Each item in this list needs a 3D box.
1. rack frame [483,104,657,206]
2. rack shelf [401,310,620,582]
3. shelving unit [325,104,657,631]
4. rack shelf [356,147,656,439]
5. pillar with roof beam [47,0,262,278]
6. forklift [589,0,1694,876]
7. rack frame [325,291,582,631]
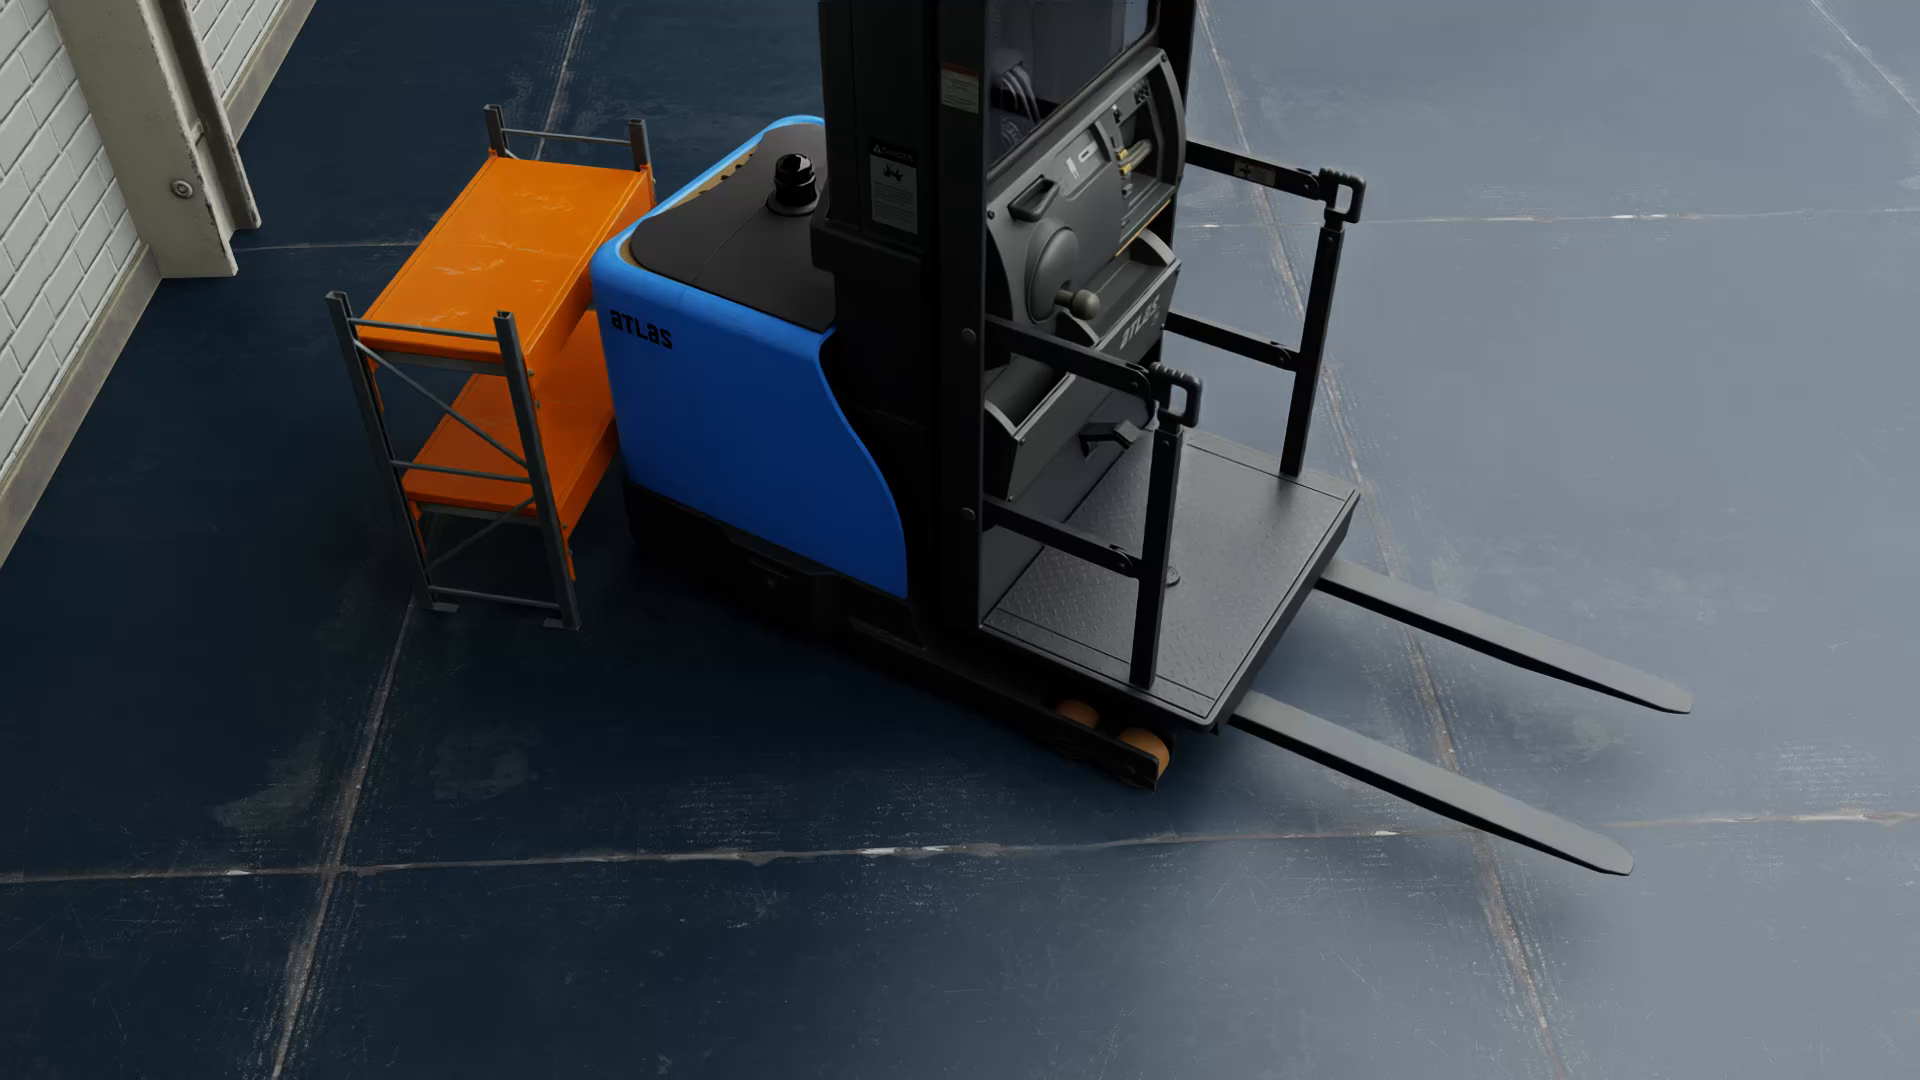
[{"bbox_3d":[-1.186,-0.860,5.356,0.500,1.125,0.032,8,43,8],"label":"rack frame"},{"bbox_3d":[-1.283,-0.342,5.153,0.538,0.278,1.000,8,43,8],"label":"rack shelf"},{"bbox_3d":[-1.283,-0.523,4.988,0.538,1.125,1.048,8,43,8],"label":"shelving unit"},{"bbox_3d":[-1.283,-0.738,4.790,0.538,0.278,1.000,8,43,8],"label":"rack shelf"},{"bbox_3d":[1.368,-4.577,3.584,9.100,9.000,0.400,-2,43,-2],"label":"pillar with roof beam"},{"bbox_3d":[0.499,-0.823,3.979,3.031,2.935,1.130,22,47,22],"label":"forklift"},{"bbox_3d":[-1.381,-0.186,4.620,0.500,1.125,0.032,8,43,8],"label":"rack frame"}]
